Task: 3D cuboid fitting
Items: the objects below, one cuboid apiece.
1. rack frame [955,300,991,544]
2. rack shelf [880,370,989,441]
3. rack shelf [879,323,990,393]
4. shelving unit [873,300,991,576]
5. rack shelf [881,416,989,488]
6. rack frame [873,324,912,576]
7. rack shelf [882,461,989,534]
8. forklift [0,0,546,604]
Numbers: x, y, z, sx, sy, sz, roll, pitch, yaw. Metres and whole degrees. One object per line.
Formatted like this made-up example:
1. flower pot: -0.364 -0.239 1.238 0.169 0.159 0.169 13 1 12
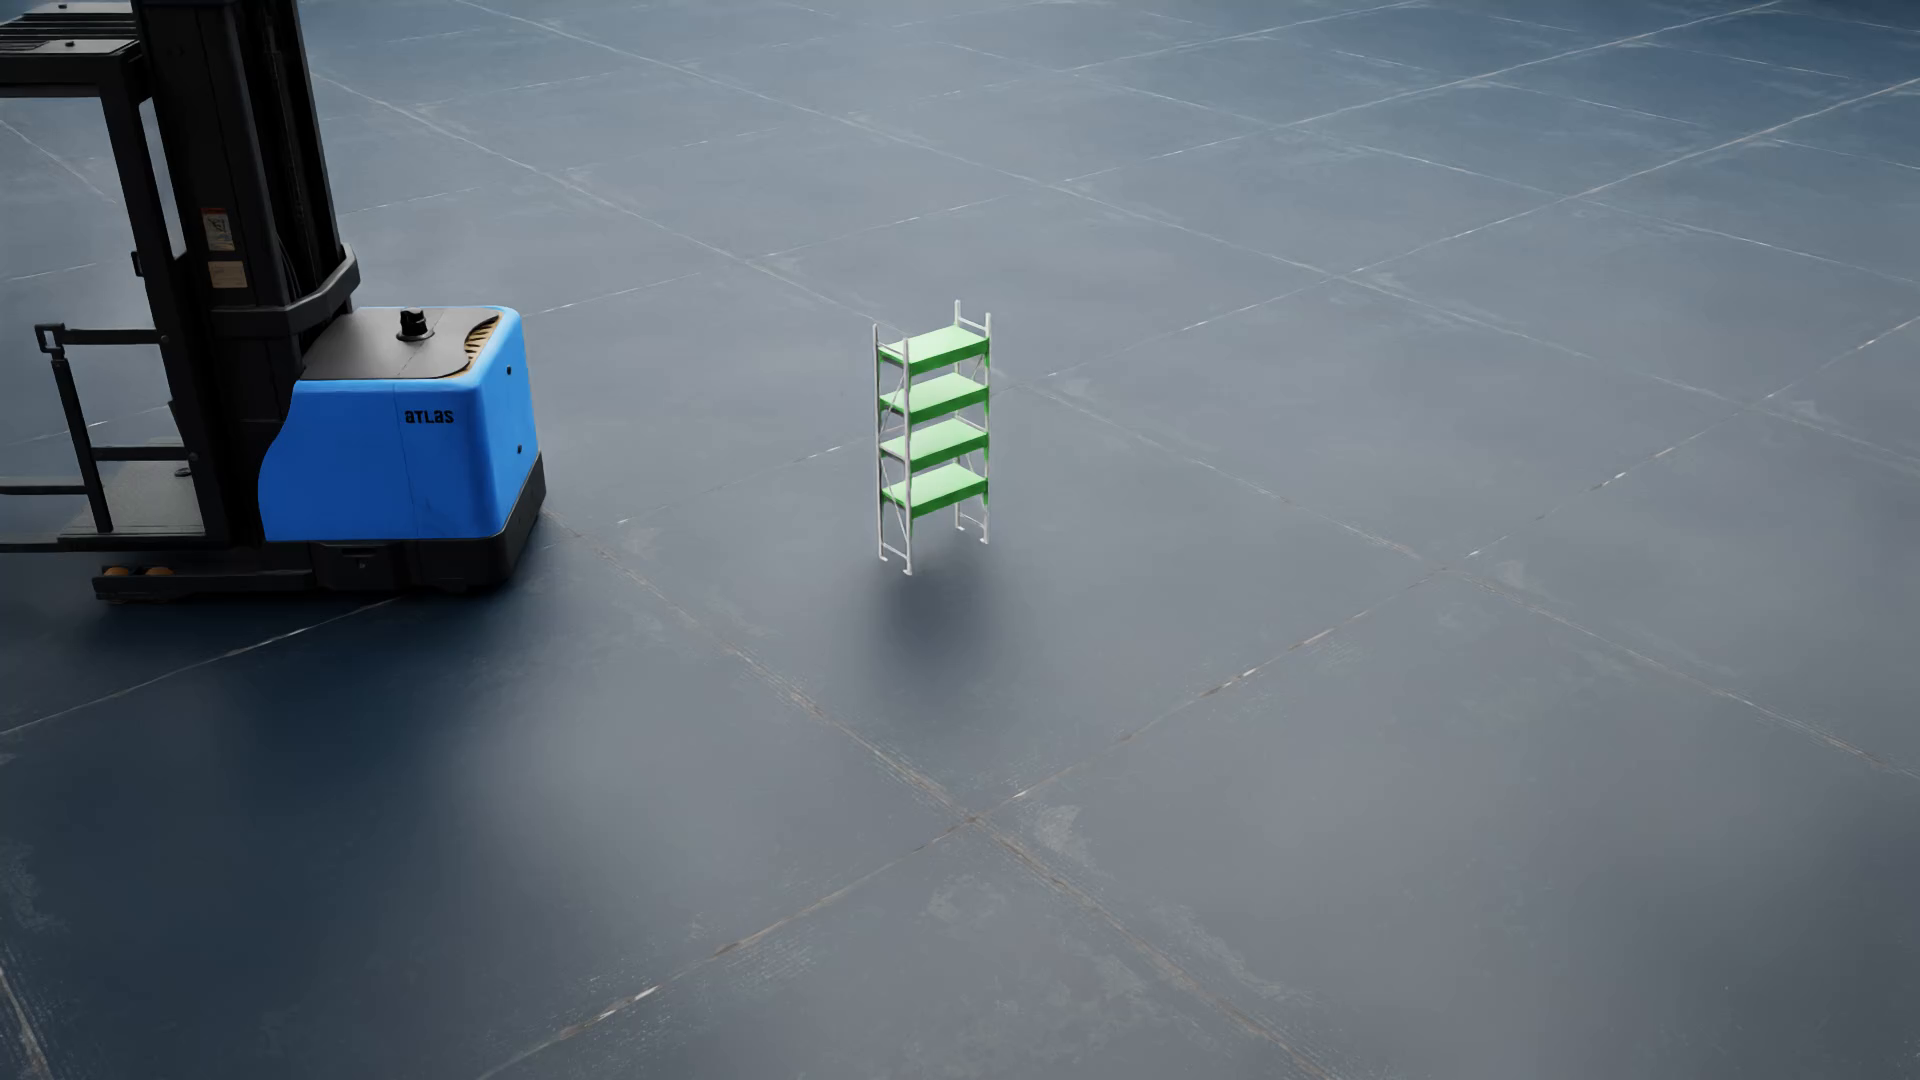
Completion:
1. rack frame: 0.060 -0.553 8.012 0.015 1.200 0.240 -22 35 -35
2. rack shelf: -0.126 -0.634 7.789 0.480 0.148 0.258 -22 35 -35
3. rack shelf: -0.126 -0.846 7.676 0.480 0.148 0.258 -22 35 -35
4. shelving unit: -0.126 -0.479 7.872 0.503 1.200 0.258 -22 35 -35
5. rack shelf: -0.126 -0.422 7.903 0.480 0.148 0.258 -22 35 -35
6. rack frame: -0.312 -0.404 7.733 0.015 1.200 0.240 -22 35 -35
7. rack shelf: -0.126 -0.211 8.016 0.480 0.148 0.258 -22 35 -35
8. forklift: -3.629 -1.250 7.480 3.031 2.935 1.130 -1 28 -1
